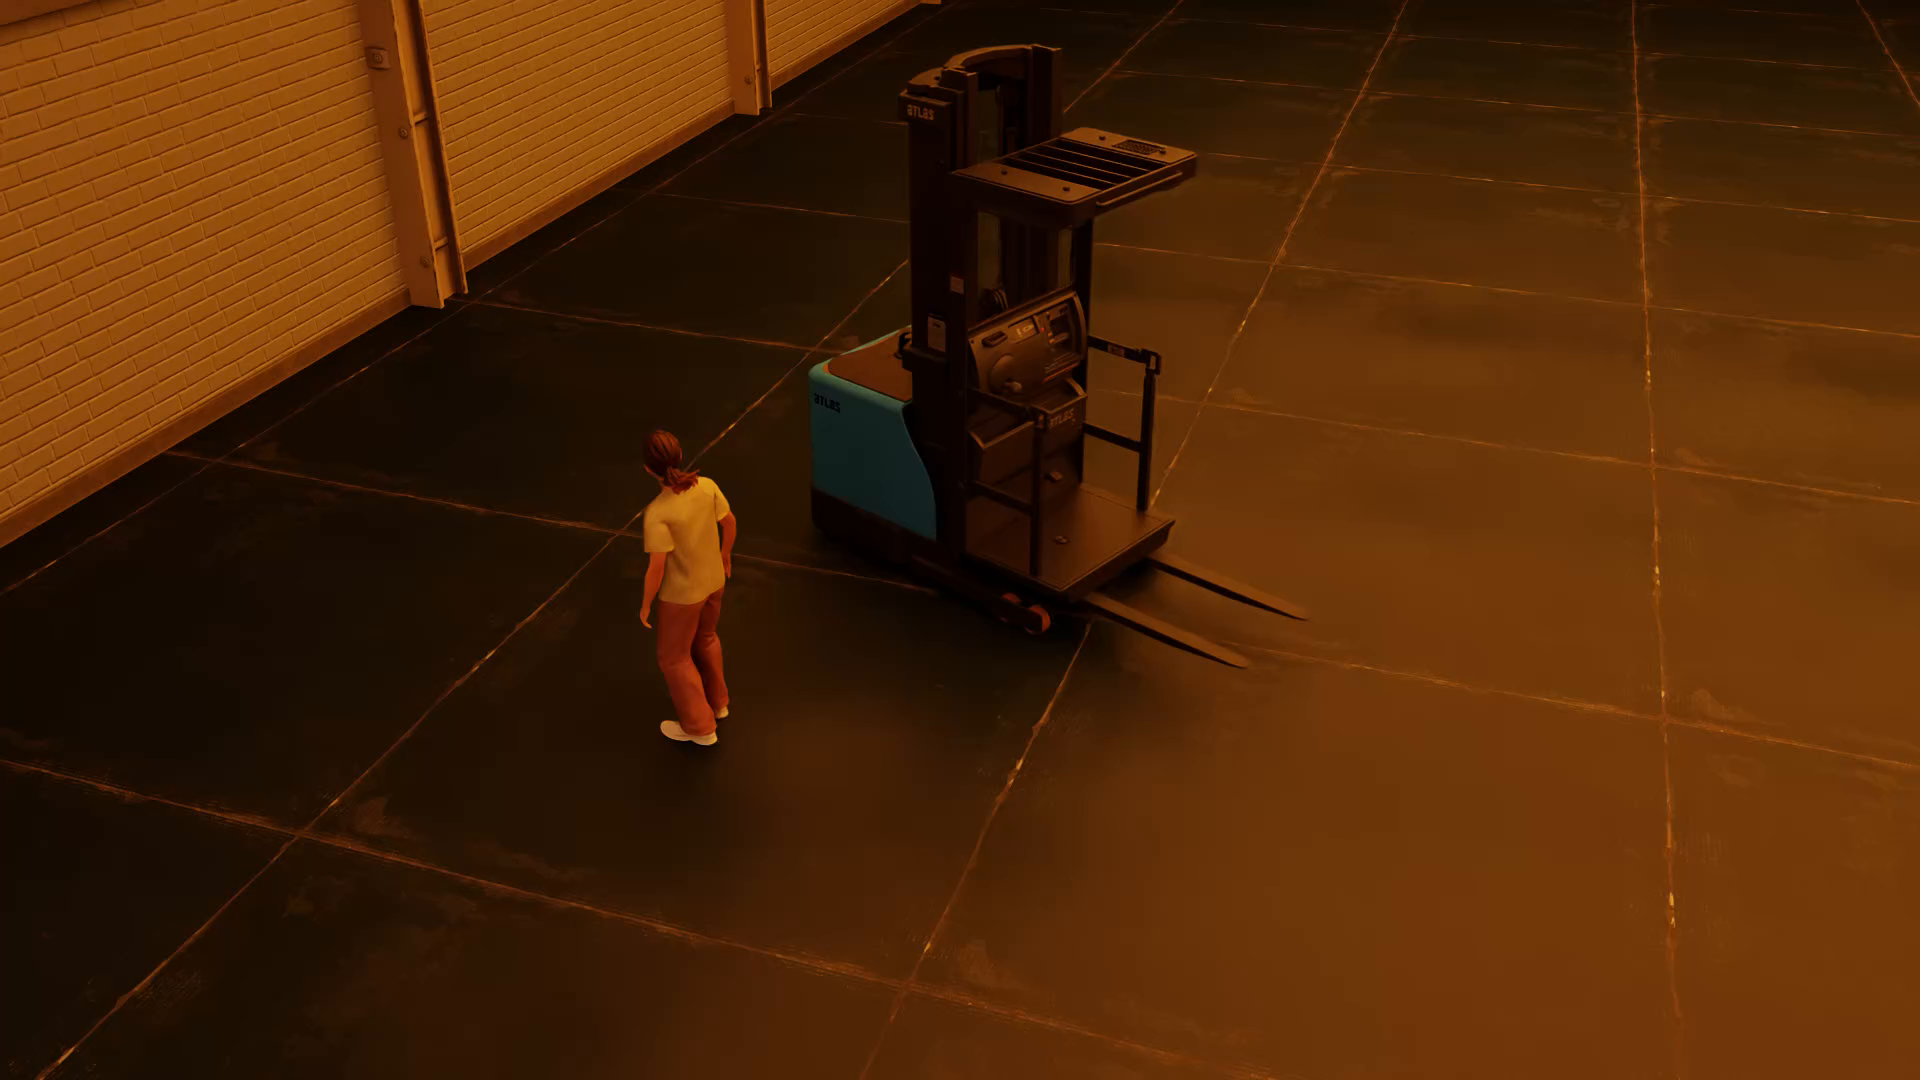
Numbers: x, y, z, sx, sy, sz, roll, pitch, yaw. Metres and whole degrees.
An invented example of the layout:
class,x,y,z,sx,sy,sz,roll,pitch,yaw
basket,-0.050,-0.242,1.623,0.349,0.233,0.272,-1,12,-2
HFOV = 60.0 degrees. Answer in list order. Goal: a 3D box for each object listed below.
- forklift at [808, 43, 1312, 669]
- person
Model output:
class,x,y,z,sx,sy,sz,roll,pitch,yaw
forklift,0.535,-1.042,8.964,3.031,2.935,1.130,23,37,35
person,-1.353,0.219,8.032,0.416,1.666,0.605,18,34,29
